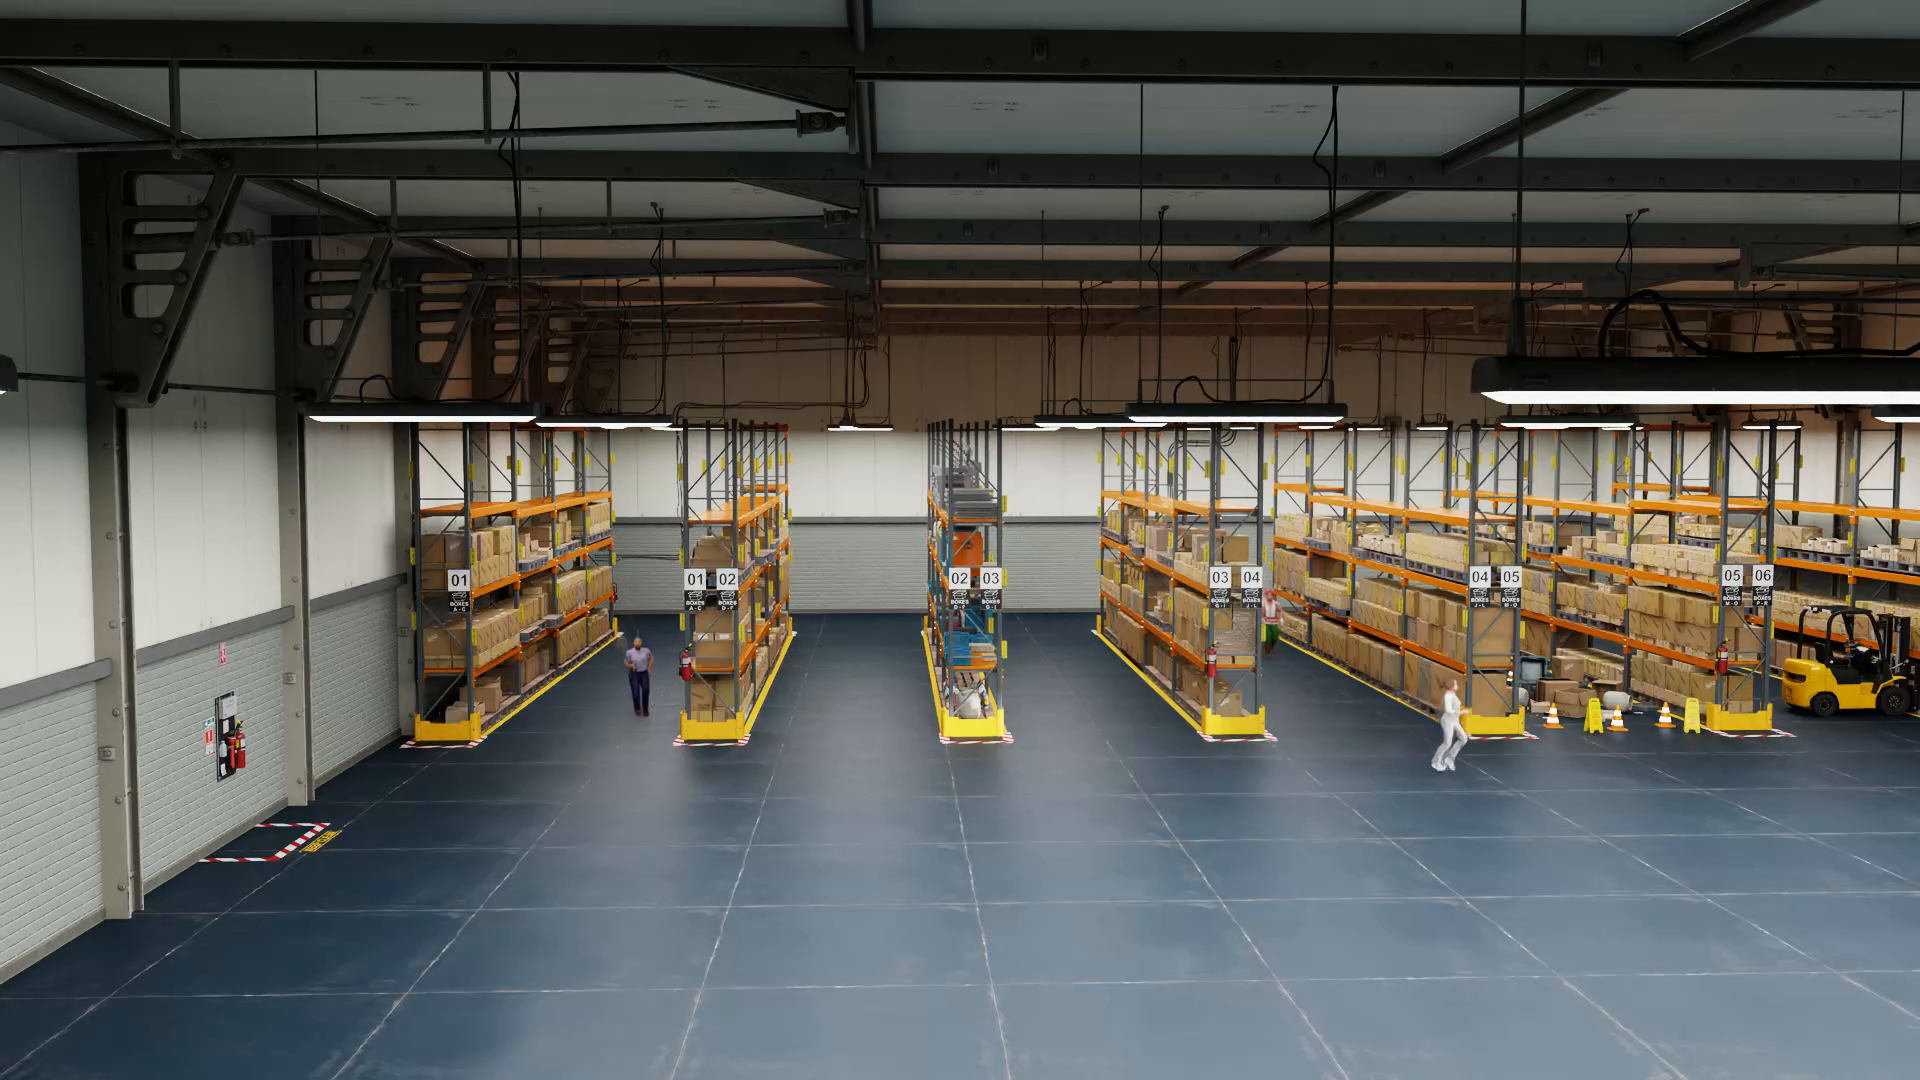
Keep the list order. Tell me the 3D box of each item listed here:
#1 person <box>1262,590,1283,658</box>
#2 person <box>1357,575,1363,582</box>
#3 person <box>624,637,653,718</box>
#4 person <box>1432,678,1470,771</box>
[{"bbox_3d":[7.892,2.141,42.319,0.708,1.742,0.624,0,4,2],"label":"person"},{"bbox_3d":[11.266,1.867,46.850,0.625,1.783,0.766,-1,4,-19],"label":"person"},{"bbox_3d":[-6.455,2.773,33.468,0.580,1.662,0.685,-1,4,-13],"label":"person"},{"bbox_3d":[8.294,3.122,28.065,0.638,1.593,0.573,2,4,32],"label":"person"}]
